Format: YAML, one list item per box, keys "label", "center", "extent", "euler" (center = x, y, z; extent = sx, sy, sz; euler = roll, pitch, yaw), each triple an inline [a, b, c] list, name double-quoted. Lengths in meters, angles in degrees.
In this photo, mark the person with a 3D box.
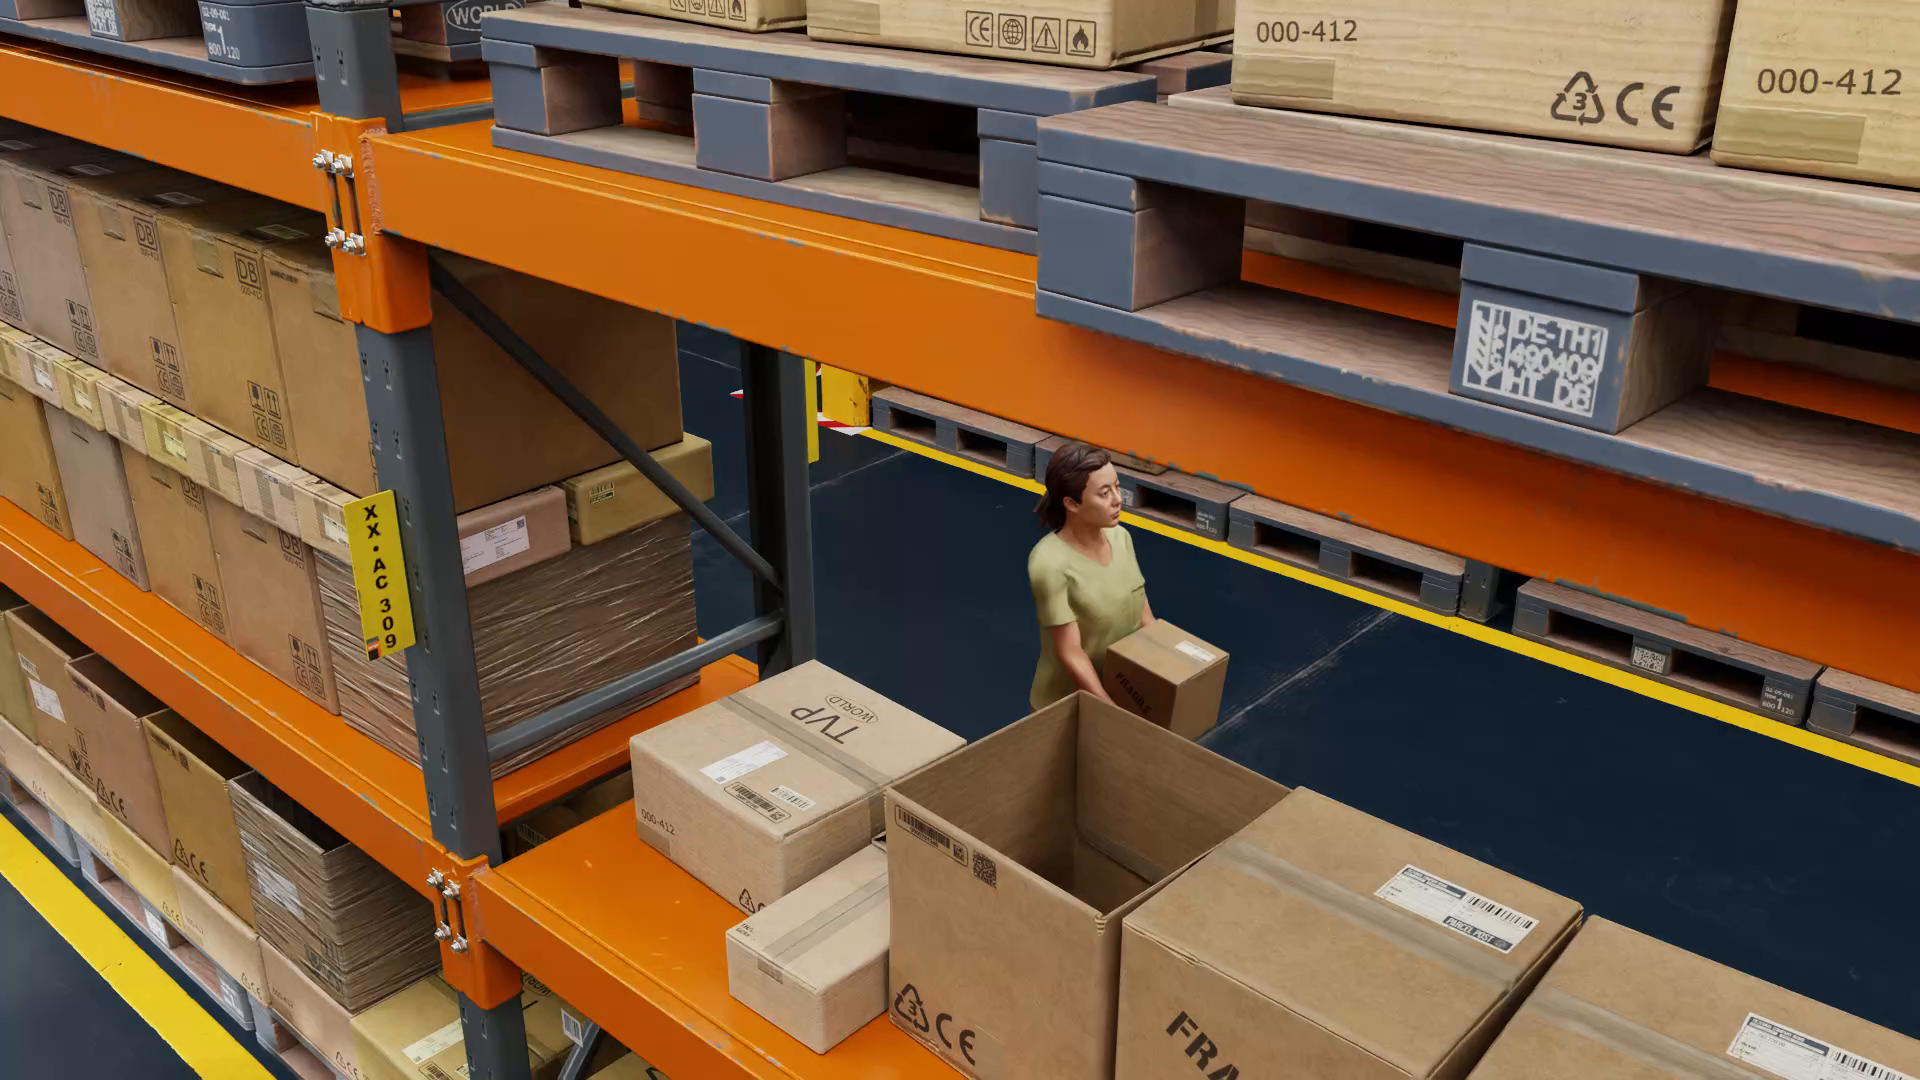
- label: "person"
  center: [0.432, 0.530, 4.929]
  extent: [0.556, 1.665, 0.425]
  euler: [21, 31, 38]
